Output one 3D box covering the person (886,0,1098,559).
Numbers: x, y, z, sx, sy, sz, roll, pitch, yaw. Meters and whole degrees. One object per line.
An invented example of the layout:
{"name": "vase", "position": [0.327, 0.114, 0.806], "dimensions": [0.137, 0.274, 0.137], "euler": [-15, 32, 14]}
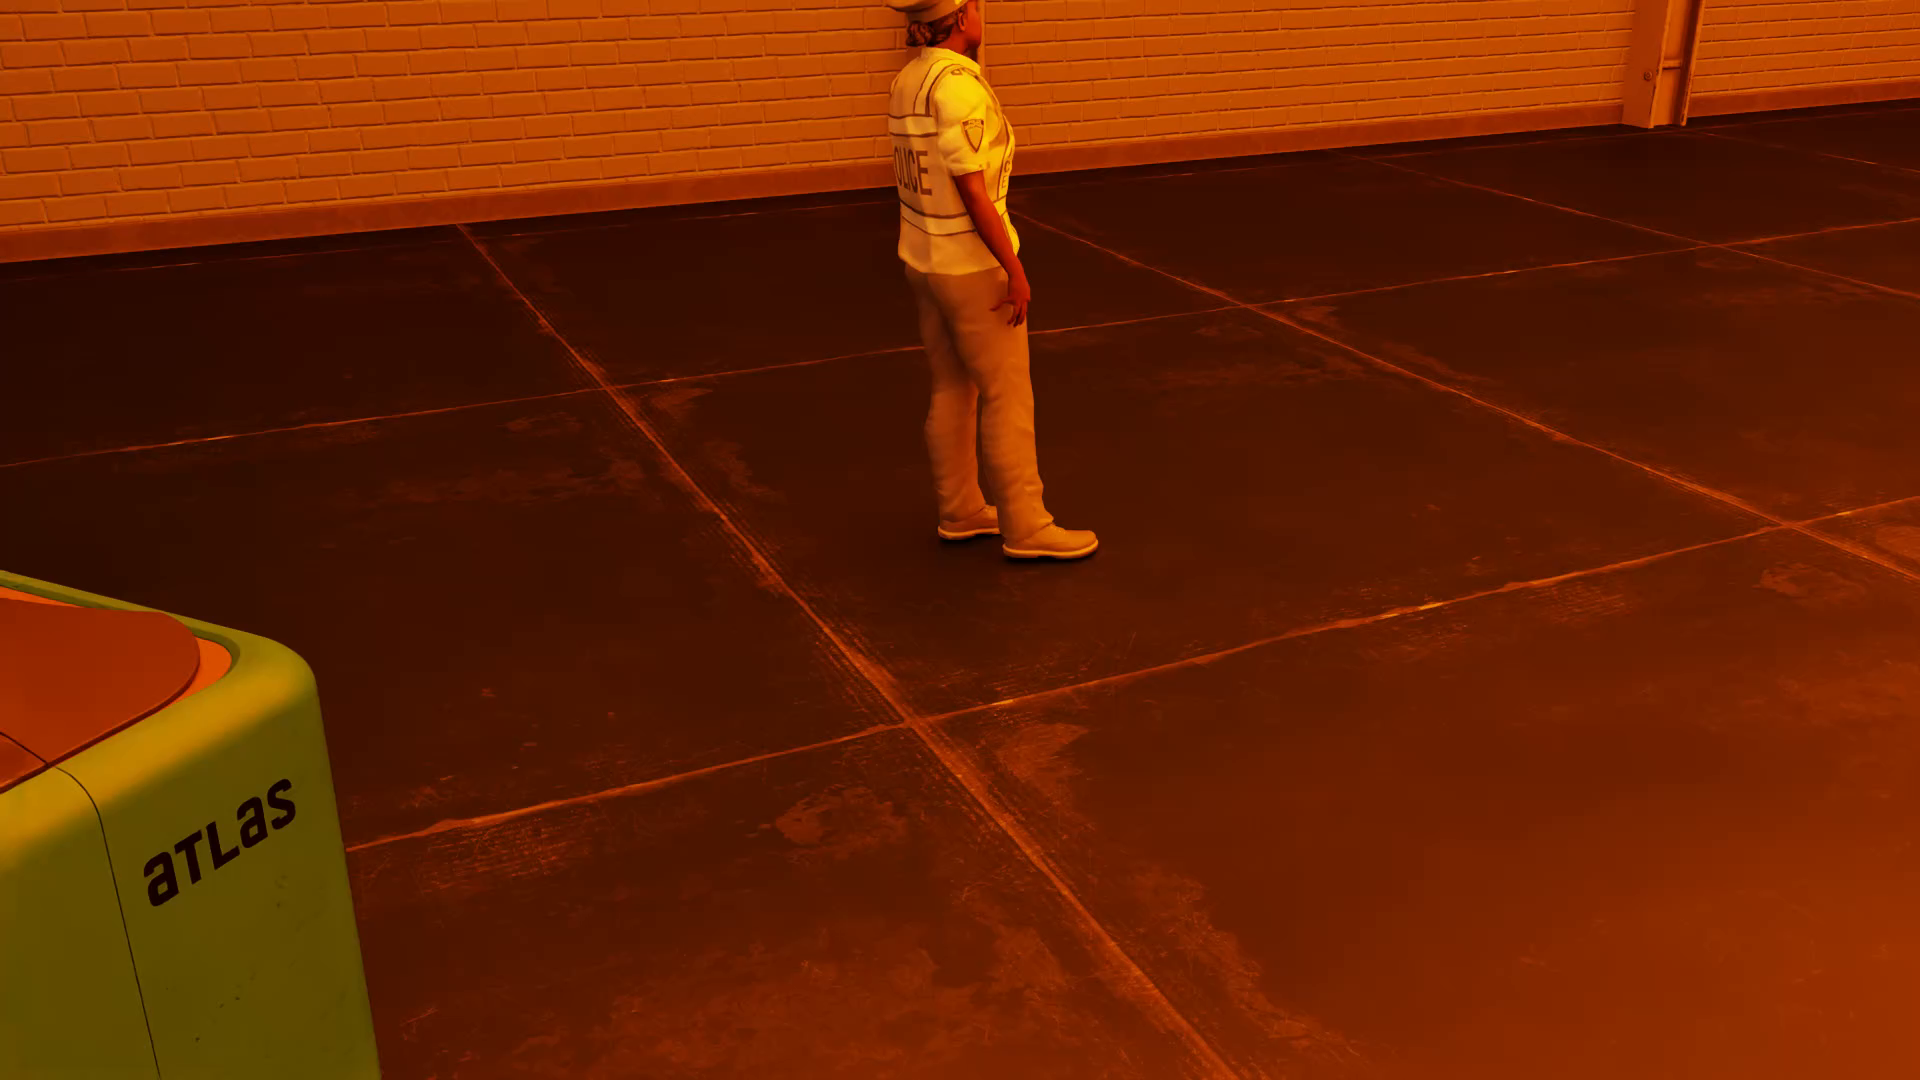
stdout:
{"name": "person", "position": [0.076, -0.790, 4.794], "dimensions": [0.528, 1.687, 0.570], "euler": [-10, 25, -23]}
